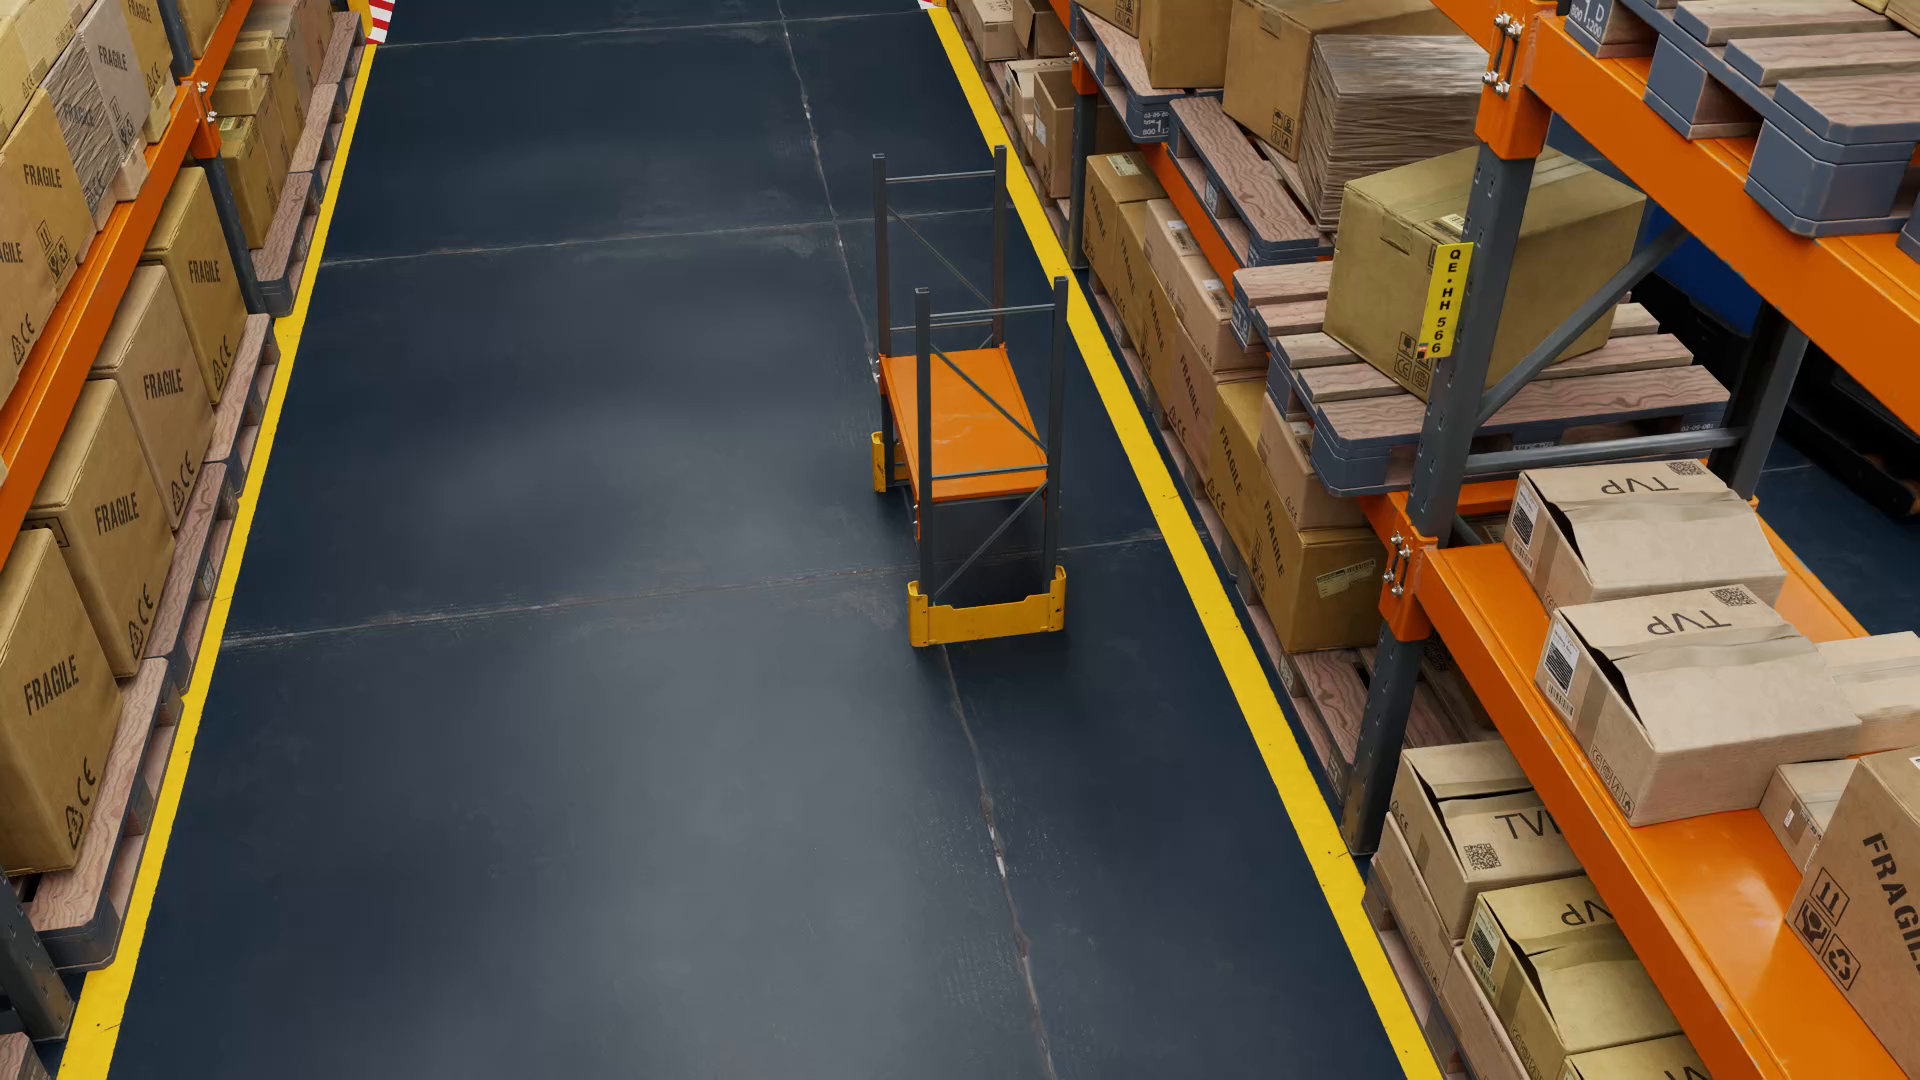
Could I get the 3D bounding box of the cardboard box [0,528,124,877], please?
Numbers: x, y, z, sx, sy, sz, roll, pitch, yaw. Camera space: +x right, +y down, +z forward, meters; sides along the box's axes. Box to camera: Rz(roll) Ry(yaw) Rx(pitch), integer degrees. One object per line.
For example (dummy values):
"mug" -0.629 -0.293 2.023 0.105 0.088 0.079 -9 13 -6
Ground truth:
"cardboard box" -3.118 0.521 5.044 0.750 0.750 0.750 -7 38 -9

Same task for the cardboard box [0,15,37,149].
"cardboard box" -3.226 -1.400 5.156 0.500 0.250 0.500 -7 38 -9

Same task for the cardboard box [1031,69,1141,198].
"cardboard box" 0.678 -2.155 8.758 0.500 0.500 0.500 -6 38 -8

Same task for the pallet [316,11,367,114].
"pallet" -4.303 -2.960 10.388 1.003 0.211 1.213 -6 38 -8

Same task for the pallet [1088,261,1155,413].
"pallet" 1.237 -1.066 7.951 1.003 0.211 1.213 -6 38 -8

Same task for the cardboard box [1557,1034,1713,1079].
"cardboard box" 1.749 1.432 3.903 0.500 0.311 0.500 -7 38 -9

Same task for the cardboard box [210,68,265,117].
"cardboard box" -3.730 -2.244 8.360 0.380 0.149 0.250 -5 38 -6

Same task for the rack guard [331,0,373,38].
"rack guard" -4.525 -3.563 10.929 1.175 0.500 0.348 -6 38 -8

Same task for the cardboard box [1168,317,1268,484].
"cardboard box" 1.175 -0.594 6.748 0.500 0.500 0.500 -8 38 -10

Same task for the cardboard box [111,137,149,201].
"cardboard box" -3.309 -1.390 6.283 0.380 0.149 0.250 -6 38 -8

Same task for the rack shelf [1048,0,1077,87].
"rack shelf" 0.706 -3.579 9.498 1.077 0.370 4.000 -6 38 -8

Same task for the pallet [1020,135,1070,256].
"pallet" 0.938 -1.968 9.112 1.003 0.211 1.213 -6 38 -8

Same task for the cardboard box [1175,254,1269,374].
"cardboard box" 1.166 -0.912 6.547 0.500 0.250 0.500 -7 38 -9

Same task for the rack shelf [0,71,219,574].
"rack shelf" -3.469 -0.628 5.699 1.077 0.370 4.000 -6 38 -8

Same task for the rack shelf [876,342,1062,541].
"rack shelf" 0.015 -0.399 6.334 0.538 0.185 1.000 -6 38 -8

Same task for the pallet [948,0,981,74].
"pallet" 0.510 -3.442 11.009 1.003 0.211 1.213 -6 38 -8

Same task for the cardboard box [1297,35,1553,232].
"cardboard box" 1.565 -1.385 5.664 0.700 0.500 0.500 0 38 1

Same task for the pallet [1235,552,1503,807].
"pallet" 1.665 0.407 6.054 1.003 0.211 1.213 -6 38 -8

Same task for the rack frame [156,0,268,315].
"rack frame" -3.819 -2.120 7.033 1.000 3.000 0.127 -6 38 -8

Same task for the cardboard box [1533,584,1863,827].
"cardboard box" 1.724 0.357 3.918 0.500 0.311 0.500 -7 38 -8

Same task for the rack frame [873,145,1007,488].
"rack frame" -0.074 -0.848 6.619 0.500 1.500 0.032 -6 38 -8

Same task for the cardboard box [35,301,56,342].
"cardboard box" -3.227 -0.761 5.474 0.380 0.149 0.250 -6 38 -8

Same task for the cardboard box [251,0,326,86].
"cardboard box" -4.212 -3.000 9.862 0.700 0.500 0.500 -6 38 -8

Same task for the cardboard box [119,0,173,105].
"cardboard box" -3.490 -2.033 6.581 0.500 0.500 0.500 -7 38 -9

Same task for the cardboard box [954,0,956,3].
"cardboard box" 0.135 -3.685 10.999 0.380 0.166 0.250 -6 38 -8

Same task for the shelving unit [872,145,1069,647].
"shelving unit" 0.013 -0.546 6.231 0.587 1.500 1.083 -6 38 -8

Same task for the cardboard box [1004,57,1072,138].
"cardboard box" 0.546 -2.533 9.399 0.500 0.311 0.500 -6 38 -8

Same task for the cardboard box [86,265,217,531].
"cardboard box" -3.419 -0.521 6.386 0.750 0.750 0.750 -5 38 -7

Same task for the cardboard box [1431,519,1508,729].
"cardboard box" 1.960 0.269 5.638 0.500 0.500 0.500 -5 38 -6

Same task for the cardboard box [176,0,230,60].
"cardboard box" -3.898 -2.568 7.365 0.980 0.700 0.700 -6 38 -7

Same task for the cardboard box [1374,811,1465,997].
"cardboard box" 1.561 1.029 4.879 0.500 0.250 0.500 -6 38 -8

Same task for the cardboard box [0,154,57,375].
"cardboard box" -3.120 -0.807 5.003 0.500 0.500 0.500 -6 38 -8

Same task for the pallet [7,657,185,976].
"pallet" -3.182 0.913 5.403 1.003 0.211 1.213 -6 38 -8

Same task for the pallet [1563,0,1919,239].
"pallet" 1.965 -0.948 3.235 1.213 0.211 1.003 -5 38 -6

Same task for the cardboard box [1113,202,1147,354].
"cardboard box" 1.006 -1.202 7.531 0.500 0.500 0.500 -6 38 -7

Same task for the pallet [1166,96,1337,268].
"pallet" 1.413 -1.337 6.183 1.003 0.211 1.213 -6 38 -8

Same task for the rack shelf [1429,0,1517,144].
"rack shelf" 1.408 -2.347 5.468 1.077 0.370 4.000 -6 38 -8

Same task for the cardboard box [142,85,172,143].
"cardboard box" -3.414 -1.705 6.688 0.380 0.149 0.250 -6 38 -7

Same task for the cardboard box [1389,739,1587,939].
"cardboard box" 1.561 0.808 4.707 0.500 0.311 0.500 -5 38 -6

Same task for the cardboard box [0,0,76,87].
"cardboard box" -3.316 -1.708 5.552 0.500 0.250 0.500 -6 38 -7

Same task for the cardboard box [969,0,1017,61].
"cardboard box" 0.347 -3.196 10.301 0.500 0.250 0.500 -6 38 -8

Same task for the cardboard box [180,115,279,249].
"cardboard box" -3.849 -1.761 8.267 0.700 0.500 0.500 -6 38 -7

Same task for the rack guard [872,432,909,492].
"rack guard" -0.074 -0.353 7.001 0.587 0.250 0.087 -6 38 -8

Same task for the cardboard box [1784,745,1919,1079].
"cardboard box" 2.068 0.733 3.279 0.500 0.500 0.500 -8 39 -10

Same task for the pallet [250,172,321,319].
"pallet" -3.876 -1.486 8.491 1.003 0.211 1.213 -6 38 -8

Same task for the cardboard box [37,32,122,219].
"cardboard box" -3.311 -1.421 5.794 0.500 0.500 0.500 -6 38 -8

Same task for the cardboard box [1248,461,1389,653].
"cardboard box" 1.363 0.035 5.939 0.500 0.500 0.500 -5 38 -6

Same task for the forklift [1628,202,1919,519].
"forklift" 4.248 -1.540 6.343 1.130 2.935 3.031 -13 40 -17

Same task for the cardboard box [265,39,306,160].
"cardboard box" -4.022 -2.375 9.058 0.700 0.500 0.500 -5 38 -7

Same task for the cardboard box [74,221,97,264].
"cardboard box" -3.302 -1.083 5.887 0.380 0.149 0.250 -7 38 -9

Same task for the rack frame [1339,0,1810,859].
"rack frame" 1.758 -0.239 4.612 1.000 3.000 0.127 -6 38 -8

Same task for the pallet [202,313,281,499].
"pallet" -3.610 -0.561 7.300 1.003 0.211 1.213 -6 38 -8

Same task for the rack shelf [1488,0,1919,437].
"rack shelf" 2.109 0.069 2.358 1.077 0.370 4.000 -6 38 -8

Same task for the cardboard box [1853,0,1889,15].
"cardboard box" 1.893 -1.262 3.264 0.500 0.250 0.500 -9 39 -11

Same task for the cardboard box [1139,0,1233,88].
"cardboard box" 1.103 -2.141 6.638 0.700 0.500 0.500 -1 38 -1
